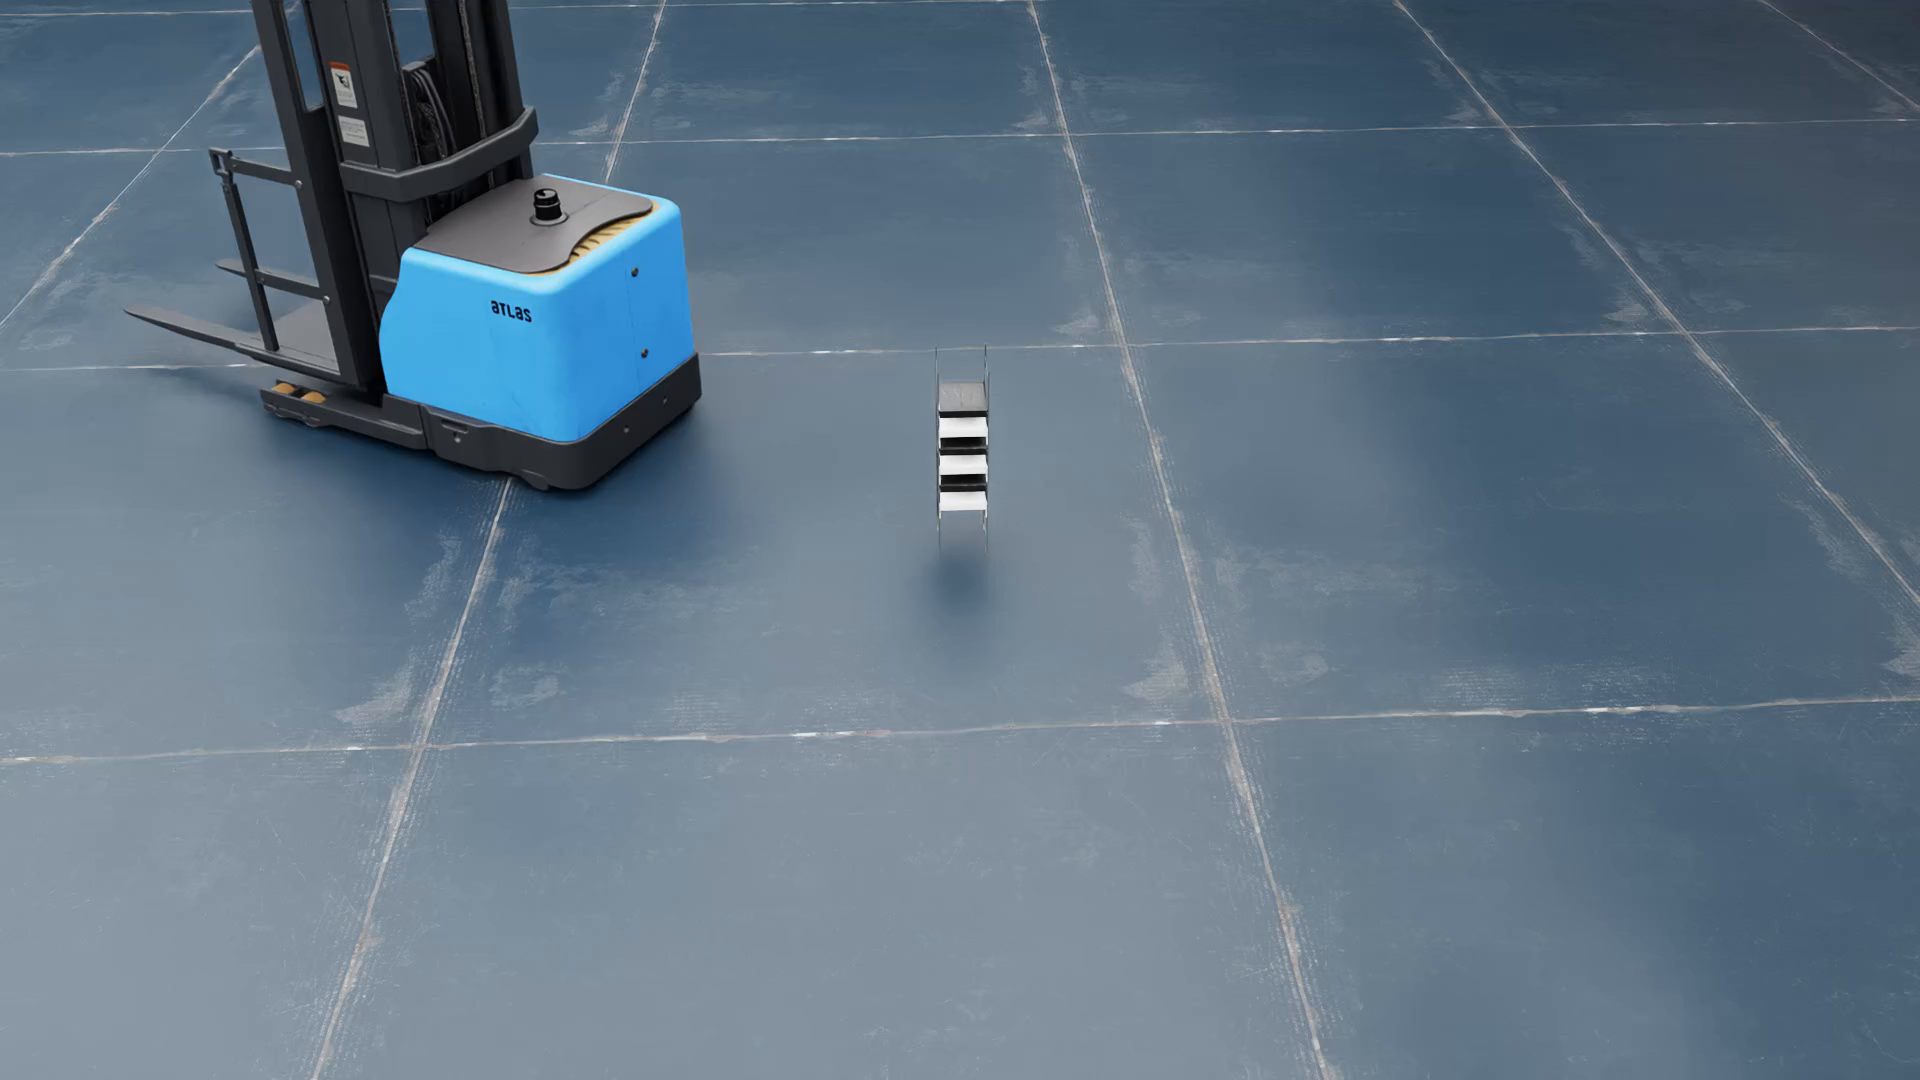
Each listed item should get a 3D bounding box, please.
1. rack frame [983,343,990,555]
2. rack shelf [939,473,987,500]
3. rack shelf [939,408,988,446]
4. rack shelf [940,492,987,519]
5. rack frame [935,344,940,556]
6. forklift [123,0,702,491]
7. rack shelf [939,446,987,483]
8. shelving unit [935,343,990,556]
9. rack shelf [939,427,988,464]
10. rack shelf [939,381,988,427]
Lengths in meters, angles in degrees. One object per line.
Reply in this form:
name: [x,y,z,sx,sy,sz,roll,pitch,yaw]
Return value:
rack frame: [0.110,-0.373,6.998,0.006,0.900,0.240,-2,35,-2]
rack shelf: [0.008,-0.269,7.064,0.200,0.077,0.258,-2,35,-2]
rack shelf: [0.008,-0.491,6.911,0.200,0.077,0.258,-2,35,-2]
rack shelf: [0.008,-0.195,7.116,0.200,0.077,0.258,-2,35,-2]
rack frame: [-0.093,-0.367,6.990,0.006,0.900,0.240,-2,35,-2]
forklift: [-2.819,-2.002,7.567,3.031,2.935,1.130,16,38,21]
rack shelf: [0.008,-0.343,7.013,0.200,0.077,0.258,-2,35,-2]
shelving unit: [0.008,-0.370,6.994,0.210,0.900,0.258,-2,35,-2]
rack shelf: [0.008,-0.417,6.962,0.200,0.077,0.258,-2,35,-2]
rack shelf: [0.008,-0.565,6.860,0.200,0.077,0.258,-2,35,-2]
